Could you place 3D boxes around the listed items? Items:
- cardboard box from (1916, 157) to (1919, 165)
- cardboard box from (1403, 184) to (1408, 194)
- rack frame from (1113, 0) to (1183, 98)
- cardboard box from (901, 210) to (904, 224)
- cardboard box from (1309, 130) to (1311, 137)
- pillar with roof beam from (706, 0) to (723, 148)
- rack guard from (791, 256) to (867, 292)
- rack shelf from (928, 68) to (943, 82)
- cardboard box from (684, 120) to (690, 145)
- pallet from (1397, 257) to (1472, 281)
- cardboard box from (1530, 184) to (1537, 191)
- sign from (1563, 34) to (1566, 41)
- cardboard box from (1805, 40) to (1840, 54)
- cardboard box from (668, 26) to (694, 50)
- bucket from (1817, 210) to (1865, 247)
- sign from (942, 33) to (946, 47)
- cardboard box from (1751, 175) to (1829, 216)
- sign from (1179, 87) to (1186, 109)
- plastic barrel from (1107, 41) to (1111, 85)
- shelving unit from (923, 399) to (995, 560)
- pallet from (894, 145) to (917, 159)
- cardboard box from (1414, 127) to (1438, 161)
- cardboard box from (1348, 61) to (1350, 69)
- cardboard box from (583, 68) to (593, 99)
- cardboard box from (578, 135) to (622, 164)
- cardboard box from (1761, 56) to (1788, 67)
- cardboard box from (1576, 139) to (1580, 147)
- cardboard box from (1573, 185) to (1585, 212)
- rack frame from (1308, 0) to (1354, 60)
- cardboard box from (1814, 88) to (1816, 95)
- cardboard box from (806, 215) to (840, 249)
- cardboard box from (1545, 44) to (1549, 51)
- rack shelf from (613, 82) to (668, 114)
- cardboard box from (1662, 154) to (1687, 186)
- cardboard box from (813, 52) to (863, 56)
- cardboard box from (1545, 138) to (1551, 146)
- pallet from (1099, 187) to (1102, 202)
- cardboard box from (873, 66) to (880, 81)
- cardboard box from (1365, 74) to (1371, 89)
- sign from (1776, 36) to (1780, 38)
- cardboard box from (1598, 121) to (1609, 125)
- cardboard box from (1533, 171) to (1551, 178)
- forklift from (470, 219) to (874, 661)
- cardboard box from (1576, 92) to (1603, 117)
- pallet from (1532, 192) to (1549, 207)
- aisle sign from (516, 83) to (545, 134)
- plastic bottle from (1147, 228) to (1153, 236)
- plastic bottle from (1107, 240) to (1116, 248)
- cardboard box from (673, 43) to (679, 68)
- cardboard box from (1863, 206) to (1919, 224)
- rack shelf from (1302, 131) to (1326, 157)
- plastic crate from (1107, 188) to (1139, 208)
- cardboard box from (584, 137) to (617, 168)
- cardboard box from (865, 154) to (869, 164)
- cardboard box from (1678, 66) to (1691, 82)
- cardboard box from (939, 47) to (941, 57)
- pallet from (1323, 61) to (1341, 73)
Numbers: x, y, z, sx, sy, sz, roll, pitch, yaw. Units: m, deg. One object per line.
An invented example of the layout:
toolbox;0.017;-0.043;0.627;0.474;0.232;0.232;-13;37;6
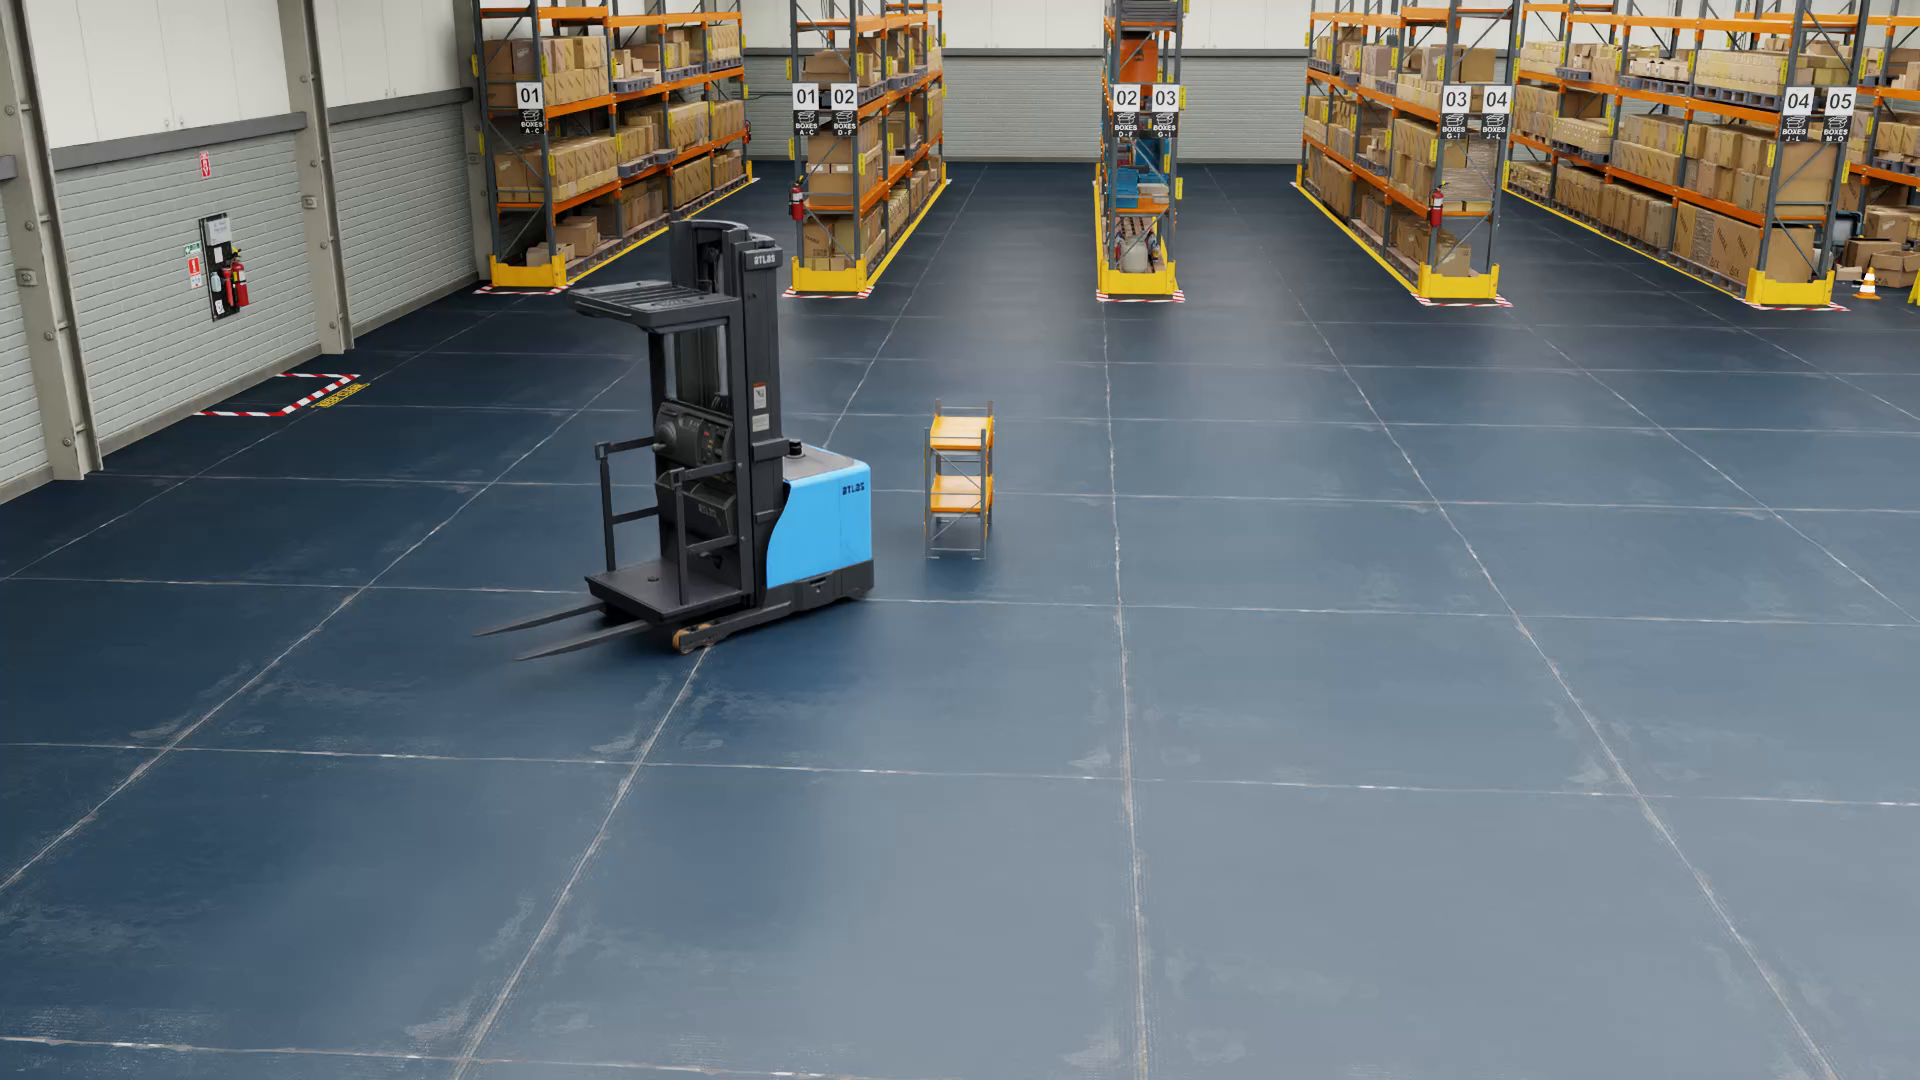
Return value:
cardboard box;17.875;-6.979;30.634;0.380;0.149;0.250;2;18;6
cardboard box;7.696;-5.907;28.038;0.380;0.149;0.250;1;18;4
rack frame;2.849;-8.195;24.980;1.000;3.000;0.127;1;18;4
cardboard box;-1.384;-6.348;32.720;0.500;0.250;0.500;2;18;5
cardboard box;8.510;-9.661;39.493;0.380;0.149;0.250;1;18;3
pillar with roof beam;-2.260;-14.147;43.145;9.100;9.000;0.400;1;18;4
rack guard;-2.093;-4.260;26.622;1.175;0.500;0.348;1;18;4
rack shelf;-1.087;-10.887;39.170;1.077;0.370;4.000;1;18;4
cardboard box;-6.085;-8.710;35.516;0.500;0.500;0.500;1;18;4
pallet;7.979;-4.561;28.004;1.003;0.211;1.213;1;18;4
cardboard box;13.352;-8.114;38.272;0.380;0.149;0.250;1;18;4
sign;14.429;-11.888;39.647;0.100;0.325;0.005;1;18;4
cardboard box;18.786;-10.637;36.255;0.500;0.500;0.500;2;18;5
cardboard box;-6.354;-11.472;38.000;0.500;0.500;0.500;1;18;3
bucket;15.306;-5.406;28.922;0.726;0.611;0.620;8;10;23
sign;-0.392;-12.252;40.759;0.100;0.325;0.005;1;18;4
cardboard box;12.711;-5.279;25.475;0.875;0.550;0.550;1;18;4
sign;3.398;-6.760;25.404;0.100;0.325;0.005;1;18;4
plastic barrel;3.050;-8.819;30.897;0.600;0.901;0.708;1;18;4
shelving unit;0.000;-0.537;14.254;0.538;1.125;1.048;1;18;4
pallet;-1.539;-8.061;34.515;1.213;0.211;1.003;1;18;4
cardboard box;7.651;-6.384;26.845;0.500;0.500;0.500;1;18;4
cardboard box;8.394;-10.007;35.056;0.380;0.149;0.250;1;18;2
cardboard box;-6.586;-7.798;28.393;0.500;0.500;0.500;1;18;2
cardboard box;-6.675;-7.221;30.777;0.700;0.500;0.500;1;18;4
cardboard box;12.453;-7.293;25.332;0.380;0.149;0.250;2;18;5
cardboard box;12.977;-8.218;34.414;0.380;0.149;0.250;2;18;6
cardboard box;13.152;-7.123;34.685;0.500;0.500;0.500;0;18;1
rack frame;8.937;-13.053;39.808;1.000;3.000;0.127;1;18;4
cardboard box;13.092;-6.823;25.179;0.380;0.149;0.250;1;18;4
cardboard box;-2.292;-5.189;27.979;0.500;0.500;0.500;1;18;4
cardboard box;13.407;-11.105;37.476;0.380;0.149;0.250;1;18;4
rack shelf;-6.602;-8.512;31.921;1.077;0.370;4.000;1;18;4
cardboard box;12.787;-6.549;29.432;0.500;0.500;0.500;1;18;4
cardboard box;-2.048;-7.930;27.924;0.797;0.503;0.637;3;18;10
cardboard box;13.287;-8.875;37.095;0.380;0.149;0.250;1;18;2
pallet;3.724;-7.975;38.422;1.003;0.211;1.213;1;18;4
cardboard box;-1.750;-8.443;30.121;0.500;0.250;0.500;3;18;10
cardboard box;8.038;-8.772;31.801;0.500;0.250;0.500;2;18;5
sign;19.361;-11.773;39.424;0.100;0.325;0.005;1;18;4
cardboard box;13.677;-8.730;35.023;0.380;0.149;0.250;1;18;2
cardboard box;13.369;-8.385;38.143;0.380;0.149;0.250;0;18;1
forklift;-2.105;-0.762;12.041;3.031;2.935;1.130;-16;24;-40
cardboard box;13.865;-9.617;36.711;0.500;0.500;0.500;2;18;5
pallet;13.603;-7.702;37.590;1.003;0.211;1.213;1;18;4
aisle sign;-6.738;-6.771;26.096;0.394;0.787;0.004;1;18;4
plastic bottle;3.378;-5.330;29.420;0.144;0.351;0.185;1;18;2
plastic bottle;2.620;-5.104;28.731;0.144;0.351;0.185;1;18;3
cardboard box;-6.420;-10.375;35.583;0.700;0.500;0.500;1;18;4
cardboard box;18.197;-6.272;32.293;0.950;0.372;0.625;0;18;0
rack shelf;8.793;-9.240;38.959;1.077;0.370;4.000;1;18;4
plastic crate;2.587;-5.435;26.432;0.499;0.251;0.616;1;18;4
cardboard box;-6.471;-6.948;29.815;0.500;0.500;0.500;1;18;4
cardboard box;-1.737;-6.406;27.953;0.380;0.149;0.250;1;18;4
cardboard box;12.908;-8.158;29.090;0.500;0.250;0.500;1;18;5
cardboard box;-0.726;-11.851;40.395;0.500;0.250;0.500;1;18;4
pallet;8.719;-10.597;37.272;1.003;0.211;1.213;1;18;4
